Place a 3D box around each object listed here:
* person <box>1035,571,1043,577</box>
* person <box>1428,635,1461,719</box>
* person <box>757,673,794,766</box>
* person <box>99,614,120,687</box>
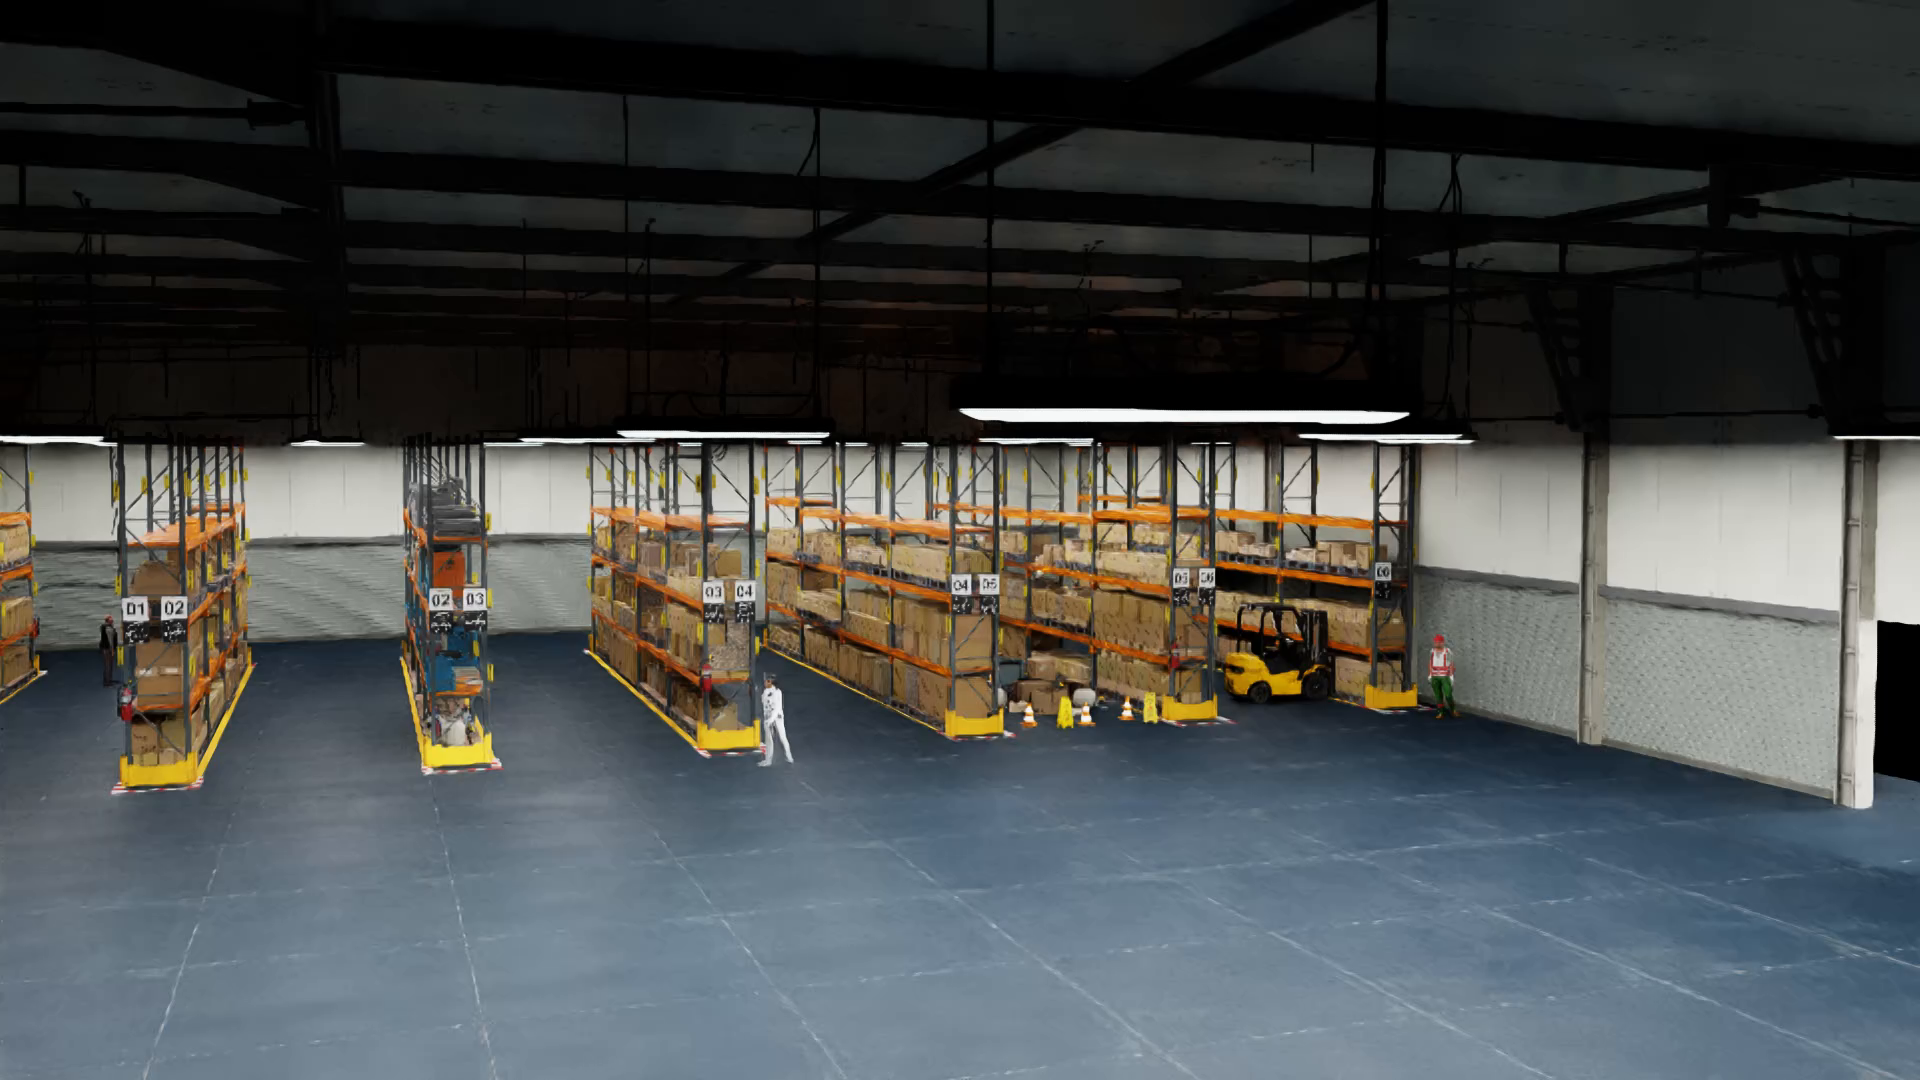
[{"bbox_3d":[2.694,1.860,53.512,0.709,1.777,0.473,3,4,40],"label":"person"},{"bbox_3d":[10.189,2.880,35.028,0.703,1.779,0.432,2,4,36],"label":"person"},{"bbox_3d":[-3.346,3.226,30.068,0.496,1.658,0.681,3,4,42],"label":"person"},{"bbox_3d":[-20.389,2.632,39.917,0.463,1.731,0.598,-3,4,-41],"label":"person"}]
